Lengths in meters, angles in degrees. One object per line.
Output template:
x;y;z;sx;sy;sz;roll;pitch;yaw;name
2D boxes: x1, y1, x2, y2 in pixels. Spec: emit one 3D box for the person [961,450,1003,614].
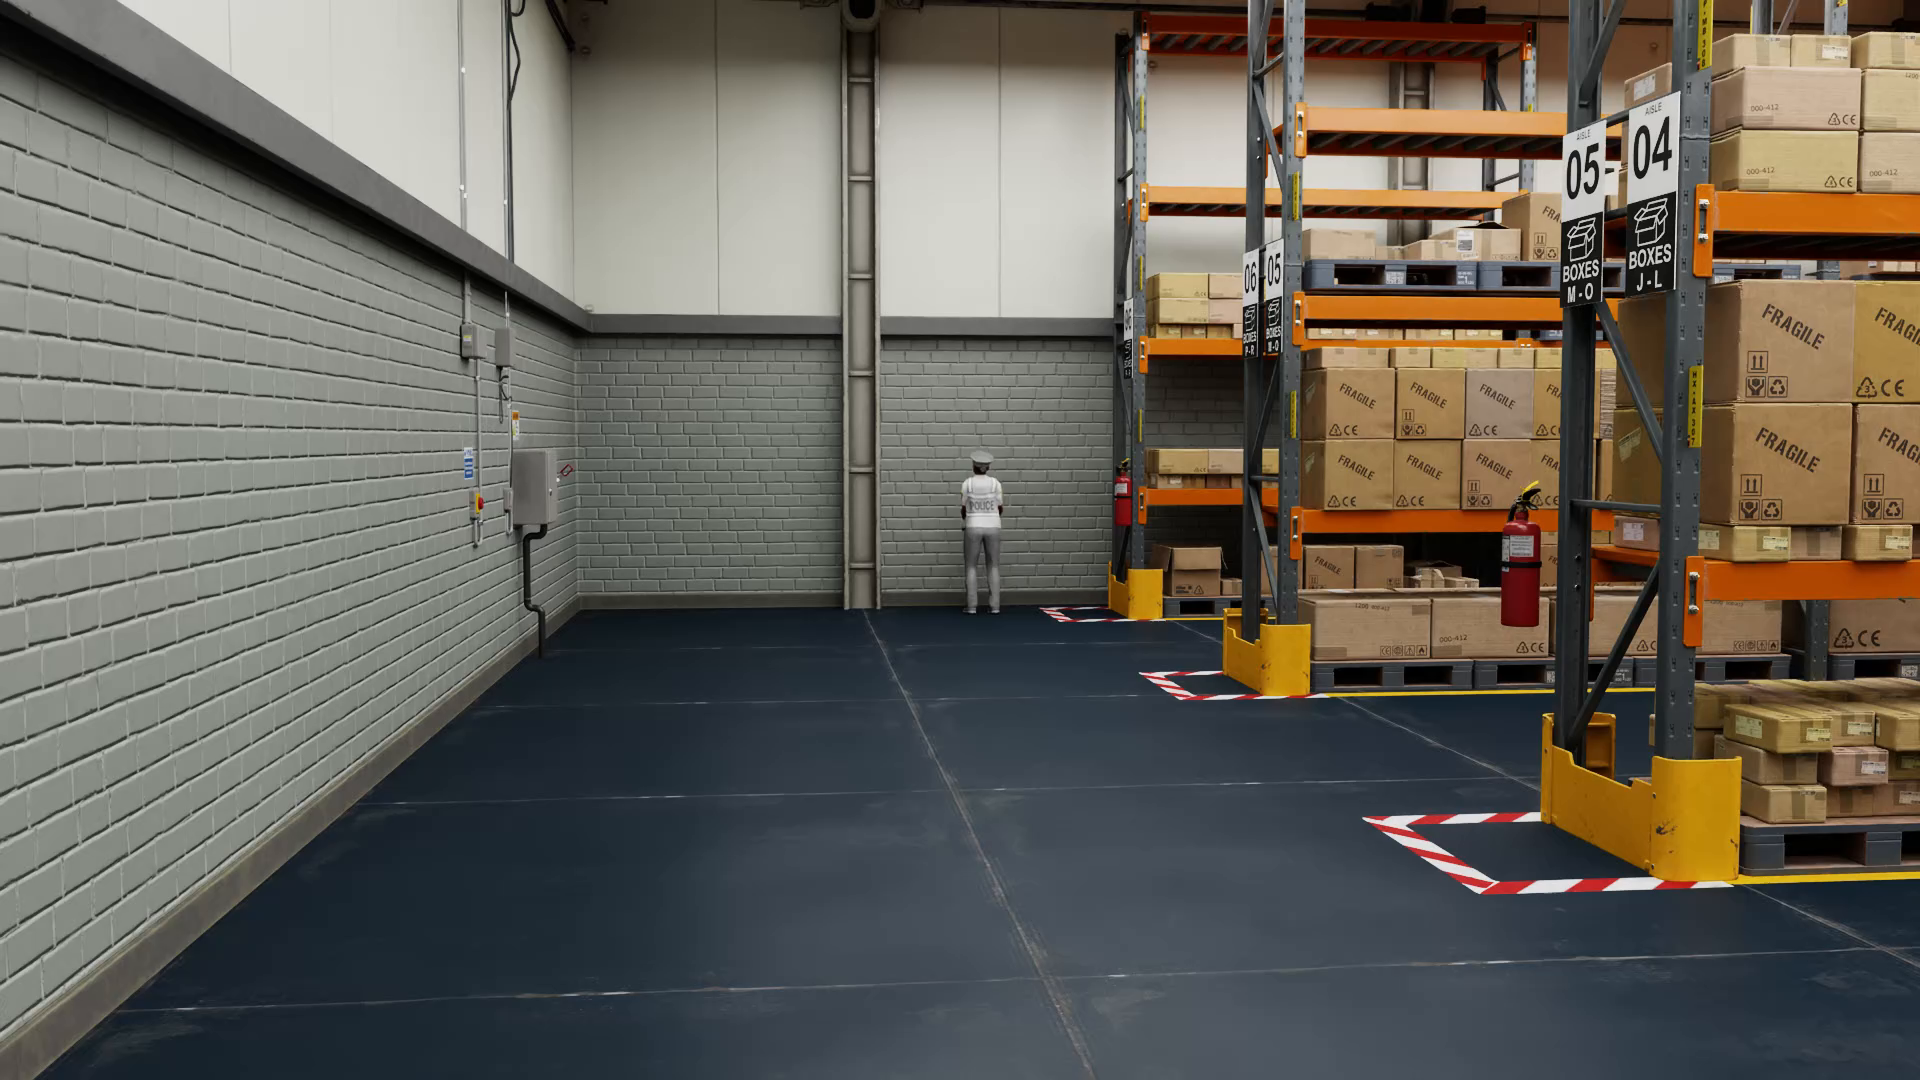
0.221;-0.083;17.217;0.450;1.688;0.530;0;4;-5;person
